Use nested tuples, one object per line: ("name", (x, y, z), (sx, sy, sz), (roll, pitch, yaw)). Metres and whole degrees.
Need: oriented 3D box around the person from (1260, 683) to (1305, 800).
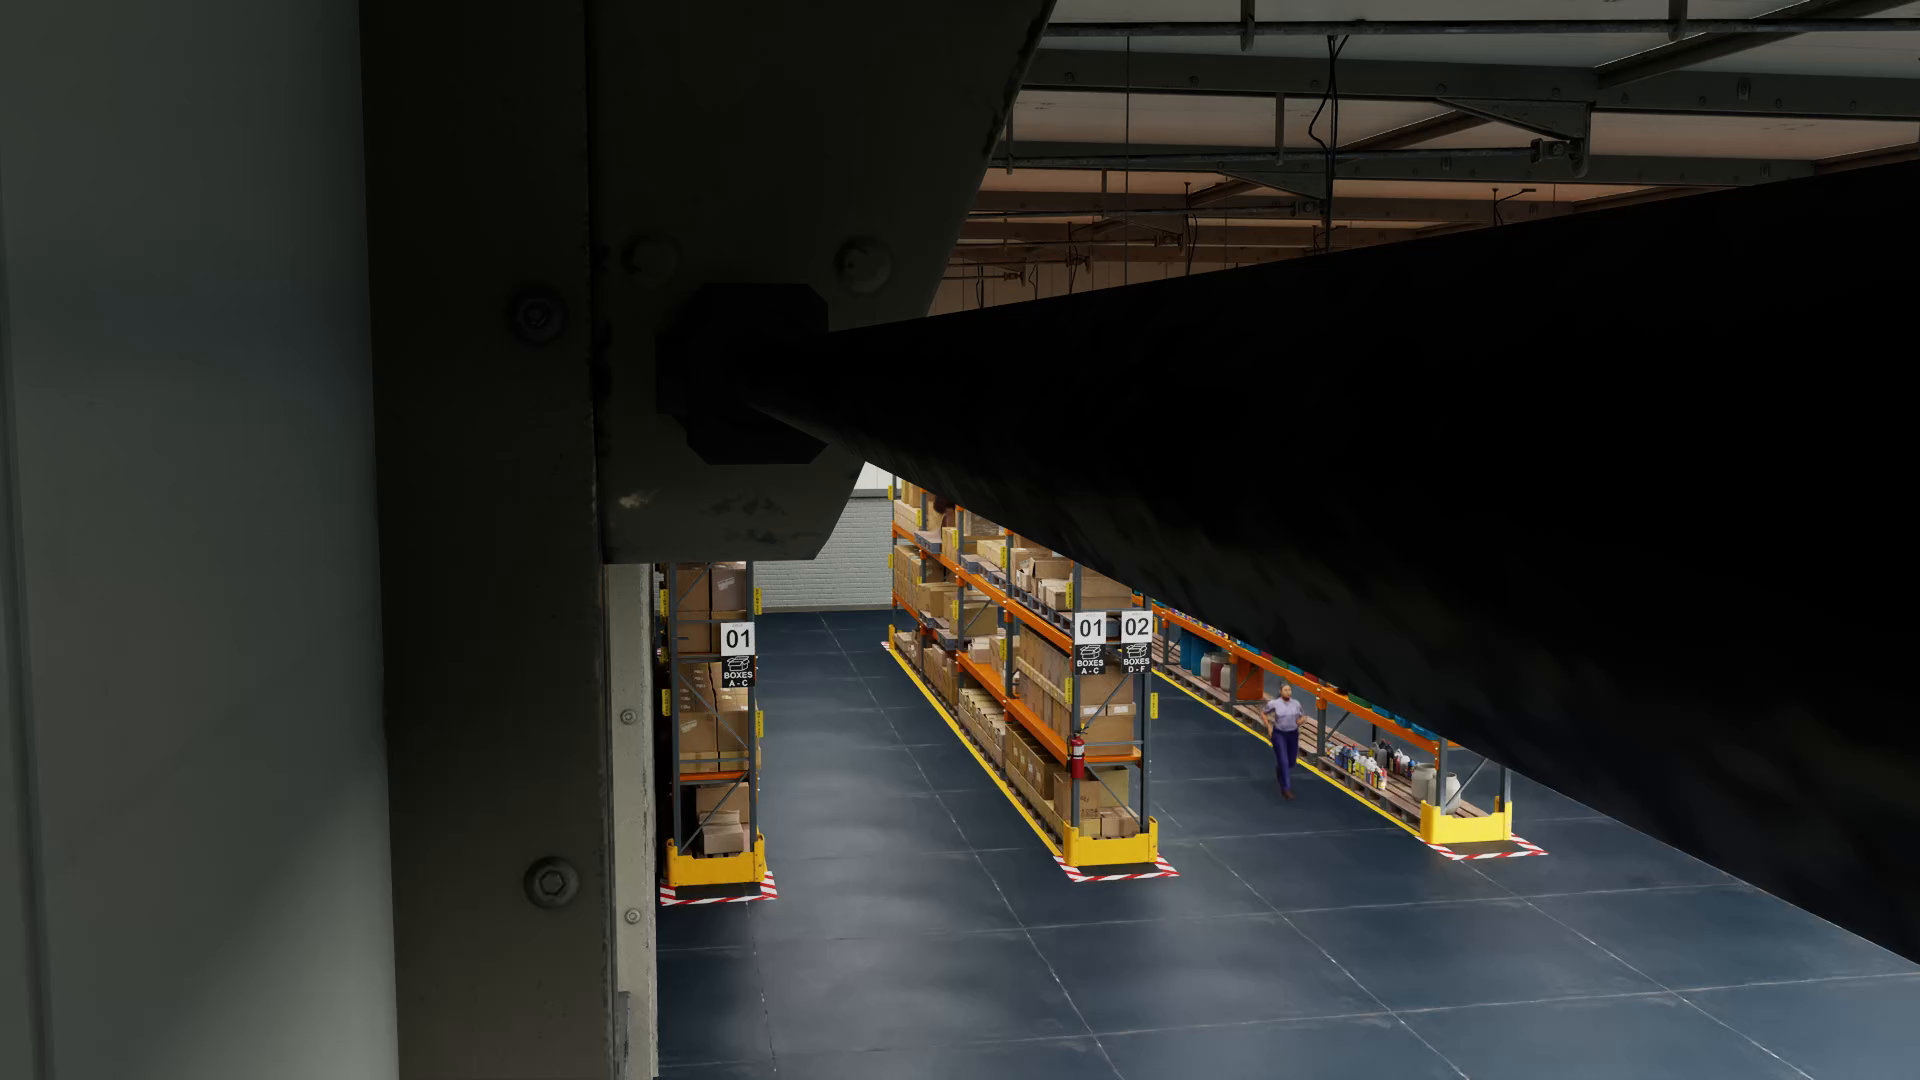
("person", (4.736, 2.886, 24.261), (0.613, 1.625, 0.919), (-1, 6, -13))
